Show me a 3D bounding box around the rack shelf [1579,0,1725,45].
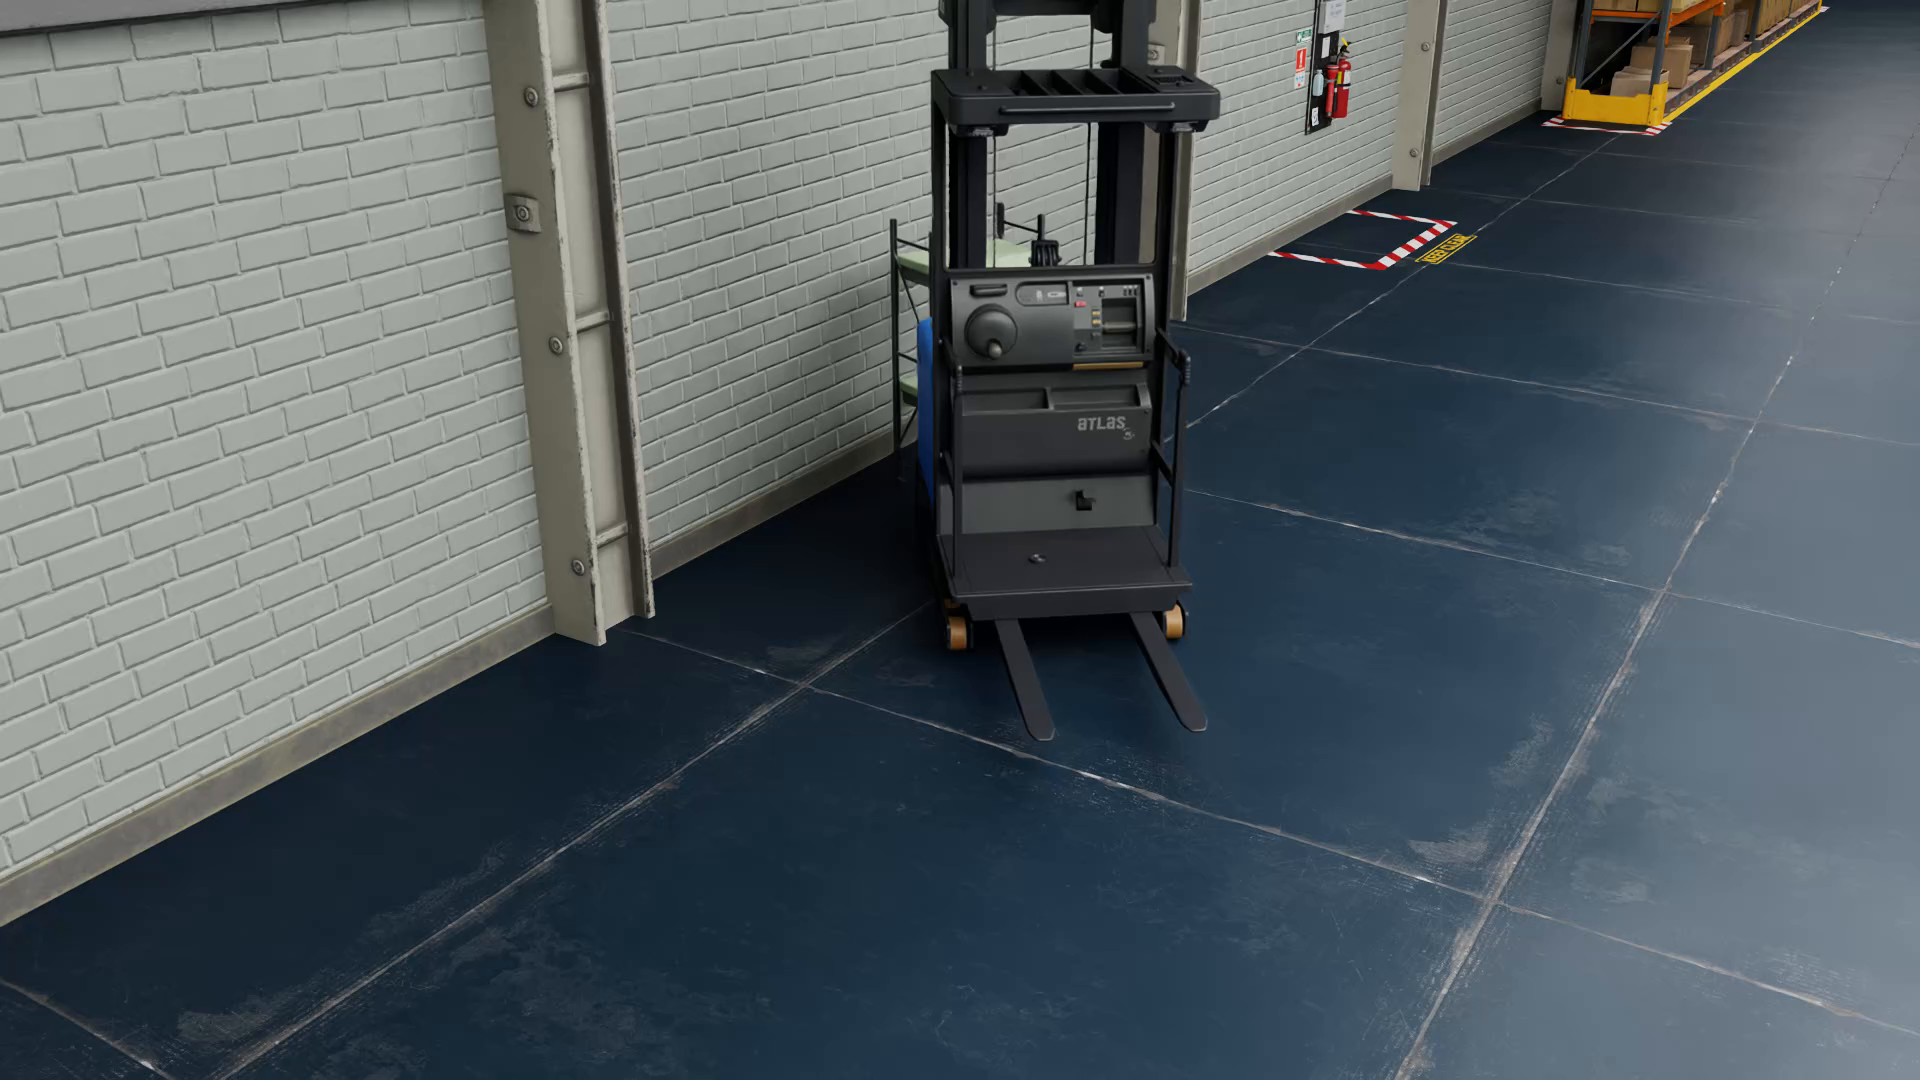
[{"bbox_3d":[9.232,-6.990,22.027,1.077,0.370,4.000,14,27,29],"label":"rack shelf"}]

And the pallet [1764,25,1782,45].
[{"bbox_3d":[13.521,-8.726,28.642,1.003,0.211,1.213,14,27,29],"label":"pallet"}]

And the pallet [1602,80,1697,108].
[{"bbox_3d":[9.320,-6.068,22.502,1.003,0.211,1.213,14,27,29],"label":"pallet"}]

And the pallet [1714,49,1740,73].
[{"bbox_3d":[11.339,-7.392,25.560,1.003,0.211,1.213,14,27,29],"label":"pallet"}]

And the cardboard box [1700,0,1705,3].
[{"bbox_3d":[9.508,-7.203,21.777,0.500,0.250,0.500,14,27,29],"label":"cardboard box"}]

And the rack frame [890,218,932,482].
[{"bbox_3d":[-0.252,-0.984,9.136,0.023,1.500,0.400,-16,28,-33],"label":"rack frame"}]

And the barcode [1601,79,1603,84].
[{"bbox_3d":[8.288,-5.922,21.474,0.001,0.075,0.075,14,27,29],"label":"barcode"}]

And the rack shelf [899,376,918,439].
[{"bbox_3d":[0.044,-0.771,9.464,0.720,0.370,0.431,-16,28,-33],"label":"rack shelf"}]

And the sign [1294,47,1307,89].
[{"bbox_3d":[2.931,-4.063,14.315,0.001,0.329,0.234,14,27,29],"label":"sign"}]

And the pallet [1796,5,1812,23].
[{"bbox_3d":[15.617,-10.070,31.745,1.003,0.211,1.213,14,27,29],"label":"pallet"}]

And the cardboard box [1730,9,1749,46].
[{"bbox_3d":[12.062,-8.146,26.385,0.700,0.500,0.500,14,27,30],"label":"cardboard box"}]

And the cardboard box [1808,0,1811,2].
[{"bbox_3d":[16.333,-10.834,32.618,0.700,0.500,0.500,14,27,29],"label":"cardboard box"}]

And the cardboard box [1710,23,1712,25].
[{"bbox_3d":[10.891,-7.487,24.862,0.700,0.500,0.500,13,27,28],"label":"cardboard box"}]

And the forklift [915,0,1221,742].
[{"bbox_3d":[0.447,-0.982,7.328,1.130,2.935,3.031,-3,24,-6],"label":"forklift"}]

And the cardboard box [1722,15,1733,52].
[{"bbox_3d":[11.453,-7.823,25.638,0.700,0.500,0.500,14,27,29],"label":"cardboard box"}]

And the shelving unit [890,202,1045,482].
[{"bbox_3d":[0.044,-1.070,9.334,0.755,1.500,0.431,-16,28,-33],"label":"shelving unit"}]

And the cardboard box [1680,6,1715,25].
[{"bbox_3d":[10.891,-7.796,24.631,0.500,0.250,0.500,13,27,28],"label":"cardboard box"}]

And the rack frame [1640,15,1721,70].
[{"bbox_3d":[10.287,-7.996,23.444,1.000,3.000,0.127,14,27,29],"label":"rack frame"}]

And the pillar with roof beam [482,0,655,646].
[{"bbox_3d":[1.974,-2.839,3.980,9.100,9.000,0.400,14,27,29],"label":"pillar with roof beam"}]

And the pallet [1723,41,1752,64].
[{"bbox_3d":[11.984,-7.802,26.508,1.003,0.211,1.213,14,27,29],"label":"pallet"}]

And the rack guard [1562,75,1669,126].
[{"bbox_3d":[8.217,-5.524,20.881,1.175,0.500,0.348,14,27,29],"label":"rack guard"}]

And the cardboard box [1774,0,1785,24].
[{"bbox_3d":[13.808,-9.355,28.760,0.750,0.750,0.750,15,27,31],"label":"cardboard box"}]

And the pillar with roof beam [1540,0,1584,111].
[{"bbox_3d":[11.469,-8.914,18.014,9.100,9.000,0.400,14,27,29],"label":"pillar with roof beam"}]

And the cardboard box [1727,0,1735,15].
[{"bbox_3d":[11.708,-8.311,25.822,0.500,0.250,0.500,14,27,30],"label":"cardboard box"}]

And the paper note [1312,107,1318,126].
[{"bbox_3d":[3.159,-3.762,14.774,0.016,0.148,0.142,14,27,29],"label":"paper note"}]

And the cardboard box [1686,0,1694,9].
[{"bbox_3d":[8.966,-6.862,20.989,0.500,0.250,0.500,13,27,27],"label":"cardboard box"}]

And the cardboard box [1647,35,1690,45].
[{"bbox_3d":[9.774,-6.692,23.024,0.500,0.500,0.500,12,26,25],"label":"cardboard box"}]

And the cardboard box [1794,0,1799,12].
[{"bbox_3d":[15.256,-10.141,31.017,0.700,0.500,0.500,14,27,28],"label":"cardboard box"}]

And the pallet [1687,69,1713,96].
[{"bbox_3d":[9.963,-6.482,23.457,1.003,0.211,1.213,14,27,29],"label":"pallet"}]

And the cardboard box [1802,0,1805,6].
[{"bbox_3d":[15.804,-10.495,31.836,0.700,0.500,0.500,13,27,27],"label":"cardboard box"}]

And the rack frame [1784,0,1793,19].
[{"bbox_3d":[14.507,-10.696,29.681,1.000,3.000,0.127,14,27,29],"label":"rack frame"}]

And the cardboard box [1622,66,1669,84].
[{"bbox_3d":[8.919,-6.021,21.712,0.500,0.311,0.500,16,28,33],"label":"cardboard box"}]

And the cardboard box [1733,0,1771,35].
[{"bbox_3d":[12.896,-8.772,27.416,0.750,0.750,0.750,13,27,28],"label":"cardboard box"}]
